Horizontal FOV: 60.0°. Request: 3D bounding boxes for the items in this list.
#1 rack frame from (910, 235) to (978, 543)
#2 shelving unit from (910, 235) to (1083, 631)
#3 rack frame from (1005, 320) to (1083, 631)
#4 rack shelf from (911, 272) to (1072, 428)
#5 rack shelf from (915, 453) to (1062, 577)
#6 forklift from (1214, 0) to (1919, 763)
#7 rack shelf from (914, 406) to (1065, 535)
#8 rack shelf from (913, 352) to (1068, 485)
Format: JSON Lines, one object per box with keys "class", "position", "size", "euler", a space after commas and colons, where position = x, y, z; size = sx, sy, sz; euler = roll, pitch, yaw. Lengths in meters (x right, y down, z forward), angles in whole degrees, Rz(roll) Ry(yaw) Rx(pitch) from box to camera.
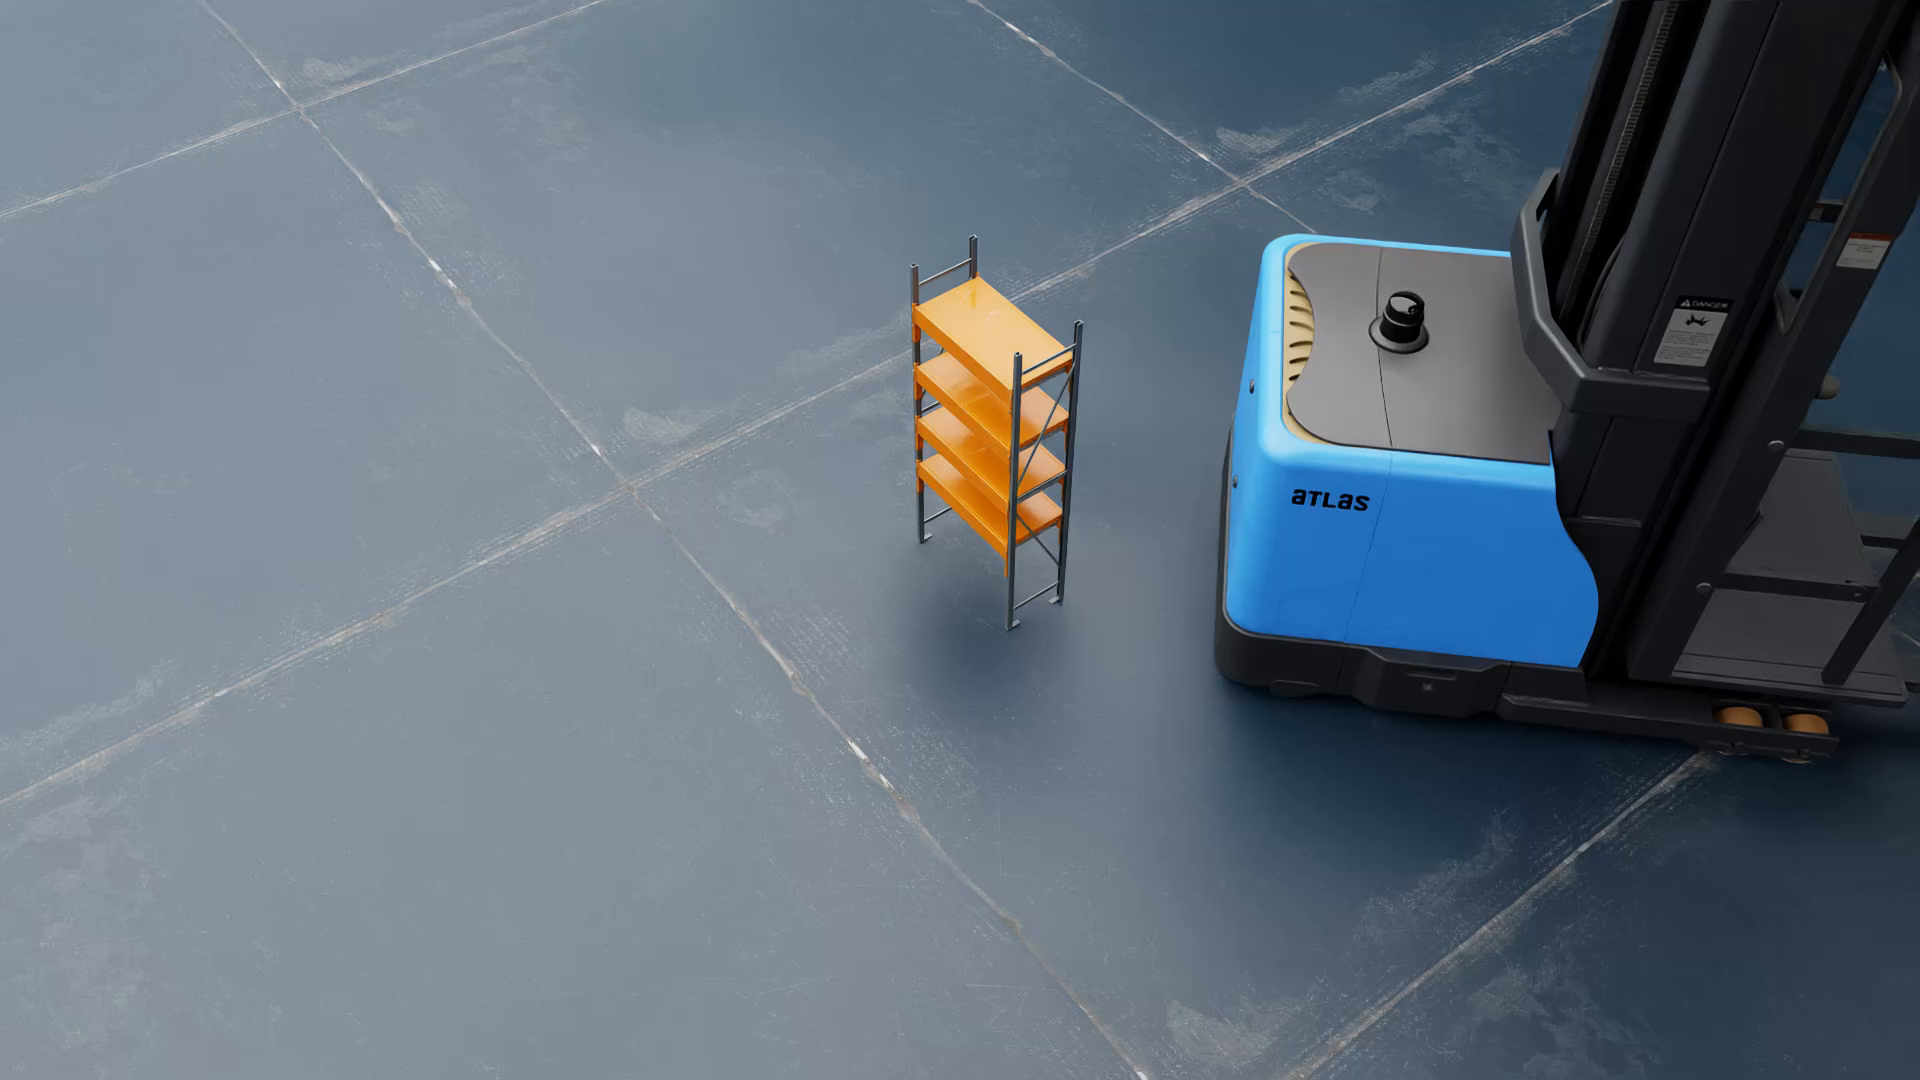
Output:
{"class": "rack frame", "position": [-0.047, -0.449, 5.347], "size": [0.240, 1.200, 0.015], "euler": [-29, 54, -24]}
{"class": "shelving unit", "position": [0.100, -0.305, 5.217], "size": [0.258, 1.200, 0.503], "euler": [-29, 54, -24]}
{"class": "rack frame", "position": [0.248, -0.162, 5.087], "size": [0.240, 1.200, 0.015], "euler": [-29, 54, -24]}
{"class": "rack shelf", "position": [0.100, -0.569, 4.926], "size": [0.258, 0.148, 0.480], "euler": [-29, 54, -24]}
{"class": "rack shelf", "position": [0.100, -0.127, 5.414], "size": [0.258, 0.148, 0.480], "euler": [-29, 54, -24]}
{"class": "forklift", "position": [2.370, -0.720, 4.424], "size": [3.031, 2.935, 1.130], "euler": [6, 48, 5]}
{"class": "rack shelf", "position": [0.100, -0.260, 5.267], "size": [0.258, 0.148, 0.480], "euler": [-29, 54, -24]}
{"class": "rack shelf", "position": [0.100, -0.410, 5.101], "size": [0.258, 0.148, 0.480], "euler": [-29, 54, -24]}
